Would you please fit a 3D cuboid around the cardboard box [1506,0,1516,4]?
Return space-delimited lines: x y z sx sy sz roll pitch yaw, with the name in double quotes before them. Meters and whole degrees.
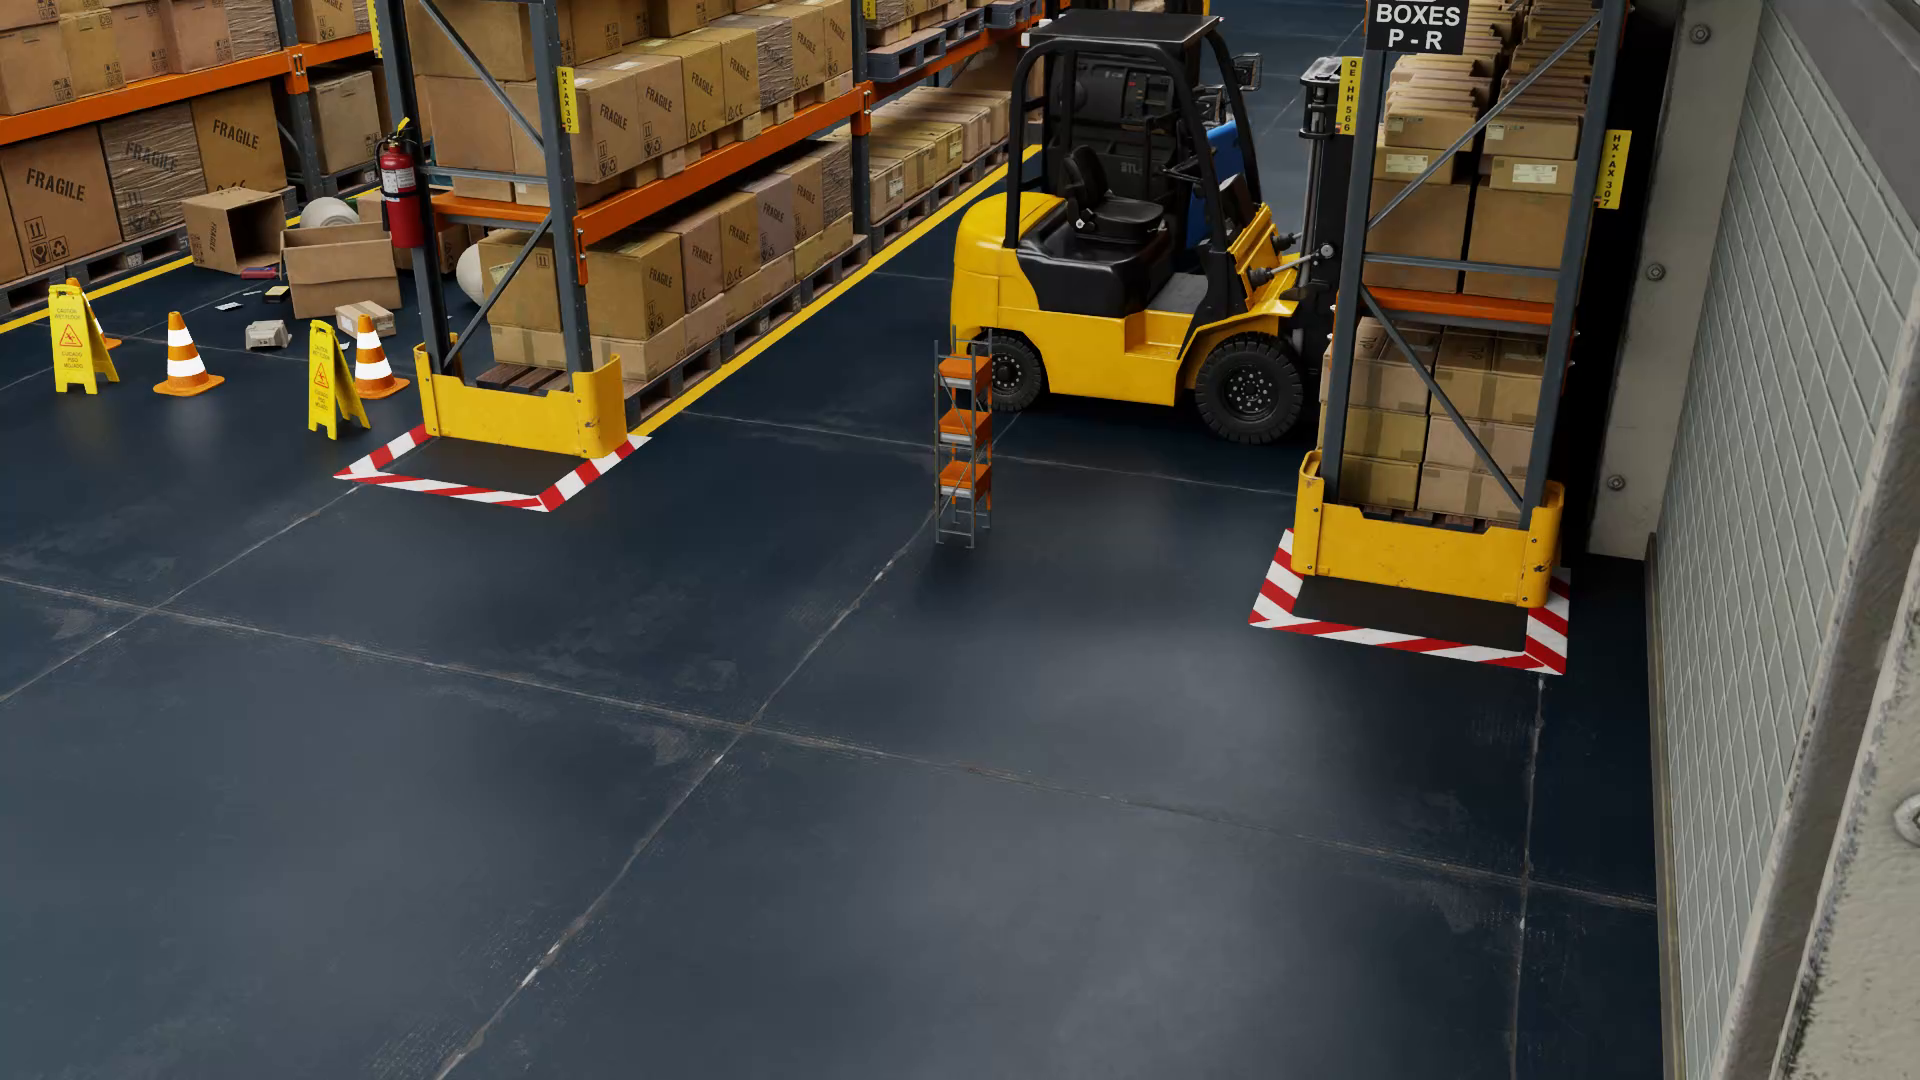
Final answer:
"cardboard box" 3.729 -3.776 11.748 0.380 0.149 0.250 8 27 16

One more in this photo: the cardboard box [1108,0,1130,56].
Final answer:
"cardboard box" 1.365 -5.811 18.766 0.875 0.875 0.875 10 27 19

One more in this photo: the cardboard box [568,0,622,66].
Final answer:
"cardboard box" -2.358 -2.991 9.382 0.700 0.500 0.500 9 27 18

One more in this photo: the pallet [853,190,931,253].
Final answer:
"pallet" -0.908 -2.622 13.424 1.003 0.211 1.213 9 27 17

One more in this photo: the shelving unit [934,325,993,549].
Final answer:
"shelving unit" 0.018 -0.495 8.067 0.215 1.050 0.252 9 27 17

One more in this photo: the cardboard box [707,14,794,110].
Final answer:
"cardboard box" -1.413 -3.091 10.736 0.500 0.500 0.500 10 27 19

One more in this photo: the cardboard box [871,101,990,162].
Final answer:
"cardboard box" -0.270 -3.672 14.926 0.950 0.372 0.625 8 27 16

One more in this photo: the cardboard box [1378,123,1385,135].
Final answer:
"cardboard box" 2.093 -1.825 7.717 0.380 0.149 0.250 9 27 18

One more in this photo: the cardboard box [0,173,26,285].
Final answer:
"cardboard box" -7.035 -2.111 11.123 0.875 0.875 0.875 9 27 18

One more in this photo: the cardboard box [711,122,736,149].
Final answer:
"cardboard box" -1.624 -2.543 10.349 0.380 0.149 0.250 8 27 16

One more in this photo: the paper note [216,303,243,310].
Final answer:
"paper note" -5.090 -1.634 11.591 0.144 0.017 0.142 20 32 35

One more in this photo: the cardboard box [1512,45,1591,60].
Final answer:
"cardboard box" 3.124 -2.514 8.799 0.380 0.149 0.250 10 27 19

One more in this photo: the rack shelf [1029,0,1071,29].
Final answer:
"rack shelf" 0.830 -5.699 17.404 1.077 0.370 4.000 9 27 17

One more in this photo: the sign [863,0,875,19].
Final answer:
"sign" -0.652 -3.871 11.810 0.100 0.325 0.005 9 27 17

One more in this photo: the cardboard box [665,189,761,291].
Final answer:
"cardboard box" -1.616 -1.924 10.595 0.500 0.500 0.500 9 27 18

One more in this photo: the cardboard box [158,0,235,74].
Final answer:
"cardboard box" -6.141 -3.918 12.729 0.875 0.550 0.550 9 27 17

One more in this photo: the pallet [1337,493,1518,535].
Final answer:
"pallet" 2.400 -0.260 8.546 1.003 0.211 1.213 9 27 17

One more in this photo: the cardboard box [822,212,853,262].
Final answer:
"cardboard box" -1.109 -2.227 12.080 0.500 0.250 0.500 10 28 20

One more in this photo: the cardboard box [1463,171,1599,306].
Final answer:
"cardboard box" 2.612 -1.403 7.592 0.500 0.500 0.500 10 27 19

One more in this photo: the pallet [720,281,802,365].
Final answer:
"pallet" -1.761 -1.518 11.143 1.003 0.211 1.213 9 27 17

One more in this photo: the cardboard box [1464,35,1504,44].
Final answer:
"cardboard box" 2.776 -2.681 9.145 0.380 0.149 0.250 9 27 17

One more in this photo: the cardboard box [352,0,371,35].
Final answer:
"cardboard box" -5.272 -4.663 14.324 0.500 0.500 0.500 9 27 18

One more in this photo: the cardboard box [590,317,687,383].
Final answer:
"cardboard box" -1.968 -1.156 9.869 0.500 0.250 0.500 9 27 17

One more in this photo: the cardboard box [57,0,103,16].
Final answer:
"cardboard box" -6.575 -3.977 11.610 0.875 0.550 0.500 9 27 17

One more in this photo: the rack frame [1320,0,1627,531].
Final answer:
"rack frame" 2.185 -1.195 7.276 1.000 3.000 0.127 9 27 17

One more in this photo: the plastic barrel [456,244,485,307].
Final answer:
"plastic barrel" -3.238 -1.822 11.528 0.421 0.421 0.512 -14 29 -27

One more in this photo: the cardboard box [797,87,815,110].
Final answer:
"cardboard box" -1.223 -3.068 11.434 0.380 0.149 0.250 9 27 18

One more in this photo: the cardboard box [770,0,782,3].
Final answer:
"cardboard box" -1.517 -4.037 11.542 0.700 0.500 0.500 8 27 17

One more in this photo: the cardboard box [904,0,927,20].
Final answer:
"cardboard box" -0.574 -4.282 12.714 0.500 0.500 0.500 9 27 18

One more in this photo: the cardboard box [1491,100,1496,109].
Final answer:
"cardboard box" 2.609 -2.111 9.053 0.500 0.500 0.500 9 27 18

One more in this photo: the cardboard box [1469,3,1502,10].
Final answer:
"cardboard box" 3.130 -3.222 10.262 0.380 0.149 0.250 9 27 18

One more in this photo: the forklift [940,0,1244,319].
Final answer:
"forklift" 0.939 -3.047 11.181 1.130 2.935 3.031 15 30 28

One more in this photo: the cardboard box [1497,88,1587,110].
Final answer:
"cardboard box" 2.691 -1.986 7.710 0.380 0.149 0.250 9 27 18

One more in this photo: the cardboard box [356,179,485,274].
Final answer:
"cardboard box" -3.997 -2.325 12.320 0.797 0.637 0.503 9 27 17

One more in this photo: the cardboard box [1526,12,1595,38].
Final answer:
"cardboard box" 3.572 -3.038 9.881 0.380 0.149 0.250 8 27 16

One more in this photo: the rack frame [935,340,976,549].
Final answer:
"rack frame" -0.023 -0.444 7.963 0.200 1.050 0.008 9 27 17

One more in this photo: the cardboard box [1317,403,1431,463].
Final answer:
"cardboard box" 2.052 -0.617 8.182 0.500 0.250 0.500 8 27 17

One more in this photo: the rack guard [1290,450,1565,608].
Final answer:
"rack guard" 2.177 -0.060 7.801 1.175 0.500 0.348 9 27 17

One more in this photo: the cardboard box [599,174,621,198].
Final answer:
"cardboard box" -2.119 -2.016 9.260 0.380 0.149 0.250 9 27 18

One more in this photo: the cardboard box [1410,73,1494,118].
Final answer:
"cardboard box" 2.373 -2.153 8.053 0.380 0.149 0.250 9 27 18

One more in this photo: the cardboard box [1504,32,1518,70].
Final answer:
"cardboard box" 3.438 -3.235 11.088 0.500 0.250 0.500 8 27 16

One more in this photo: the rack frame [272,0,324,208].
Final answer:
"rack frame" -5.868 -4.233 13.552 1.000 3.000 0.127 9 27 17

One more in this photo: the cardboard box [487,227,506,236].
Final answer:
"cardboard box" -3.461 -2.303 12.702 0.258 0.266 0.396 -9 27 -18

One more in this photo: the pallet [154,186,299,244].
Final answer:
"pallet" -6.195 -2.677 13.537 1.003 0.211 1.213 9 27 17

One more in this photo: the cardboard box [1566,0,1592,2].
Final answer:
"cardboard box" 4.230 -3.701 11.593 0.380 0.149 0.250 9 27 17

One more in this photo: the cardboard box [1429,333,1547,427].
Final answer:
"cardboard box" 2.523 -0.767 7.917 0.500 0.250 0.500 8 27 17

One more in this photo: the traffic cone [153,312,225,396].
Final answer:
"traffic cone" -4.731 -1.157 10.108 0.336 0.463 0.334 9 27 17

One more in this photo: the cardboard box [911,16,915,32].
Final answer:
"cardboard box" -0.571 -4.043 12.965 0.380 0.149 0.250 11 28 21
